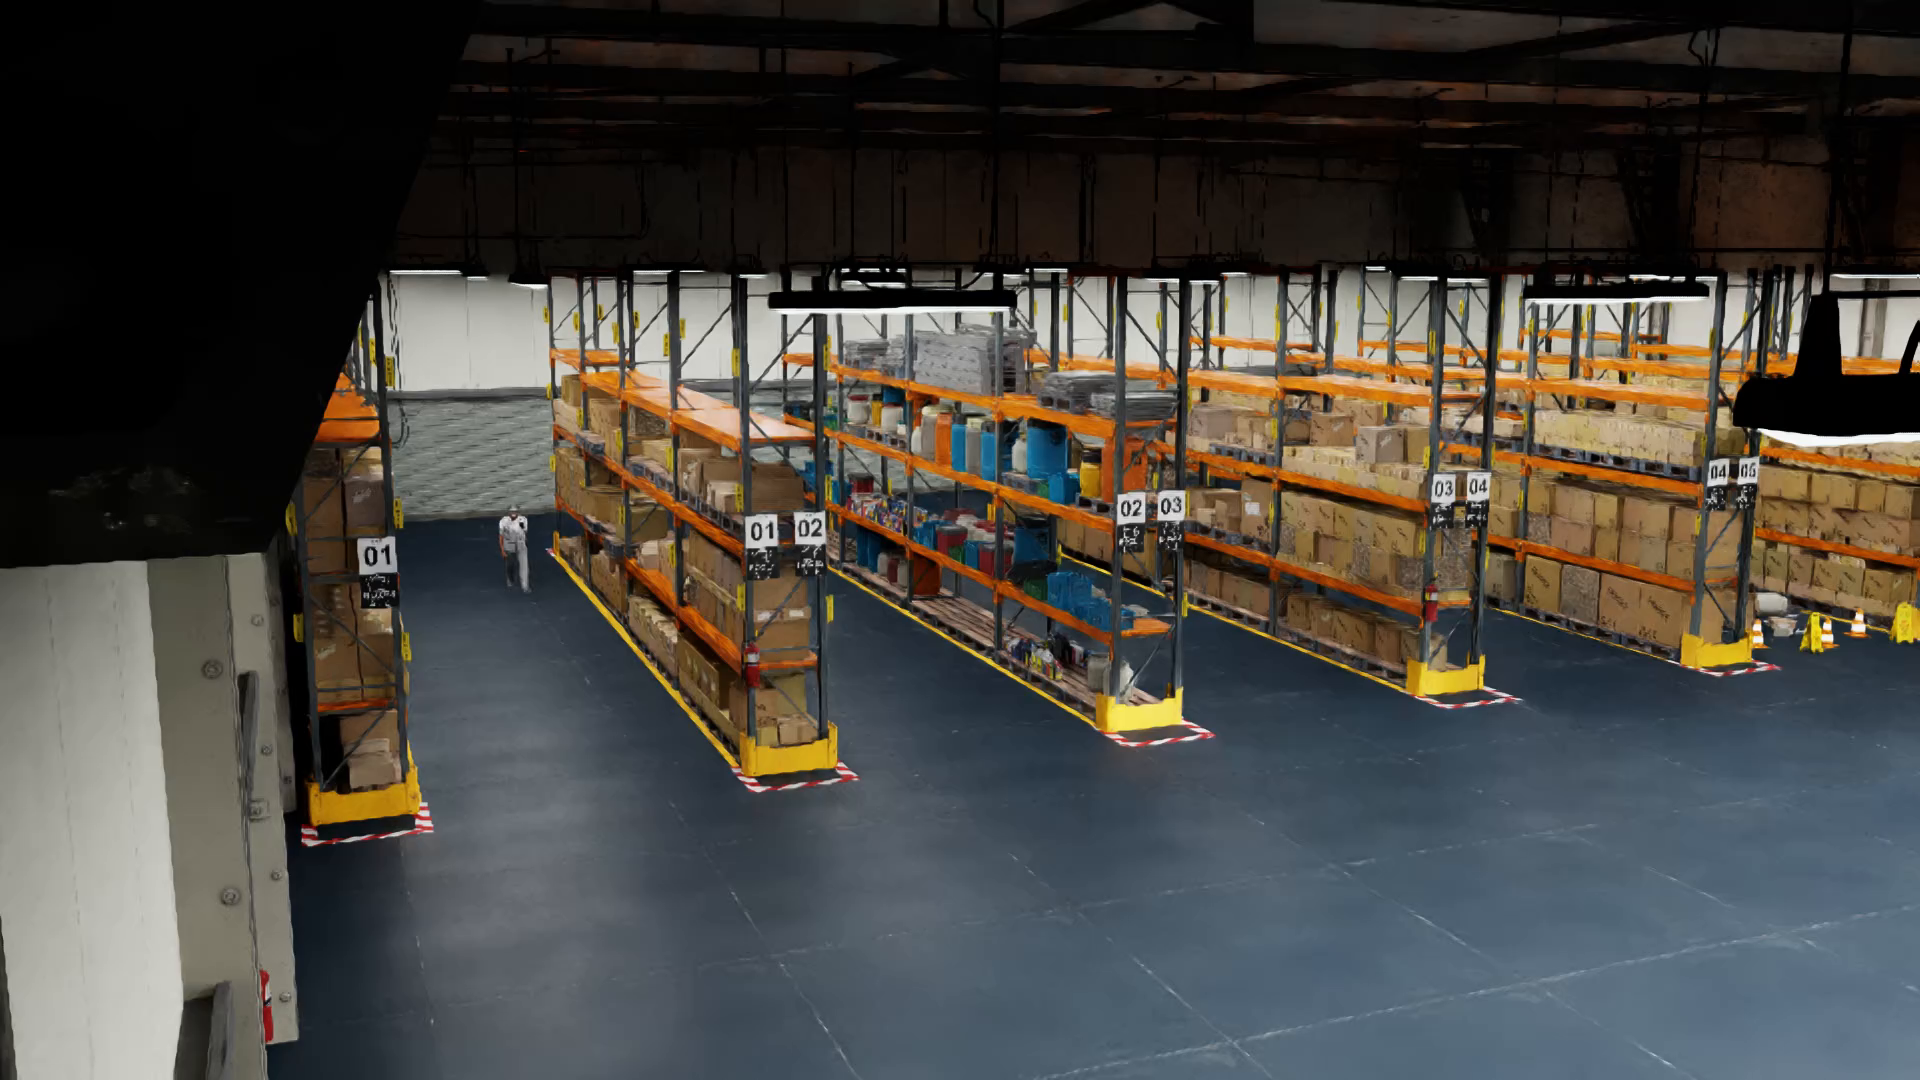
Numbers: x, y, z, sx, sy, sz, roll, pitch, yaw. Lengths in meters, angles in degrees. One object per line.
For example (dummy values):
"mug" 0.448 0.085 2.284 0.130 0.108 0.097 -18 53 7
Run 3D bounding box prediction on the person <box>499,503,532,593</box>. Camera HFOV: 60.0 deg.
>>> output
"person" -8.309 0.123 31.008 0.542 1.675 1.126 -3 10 -19
